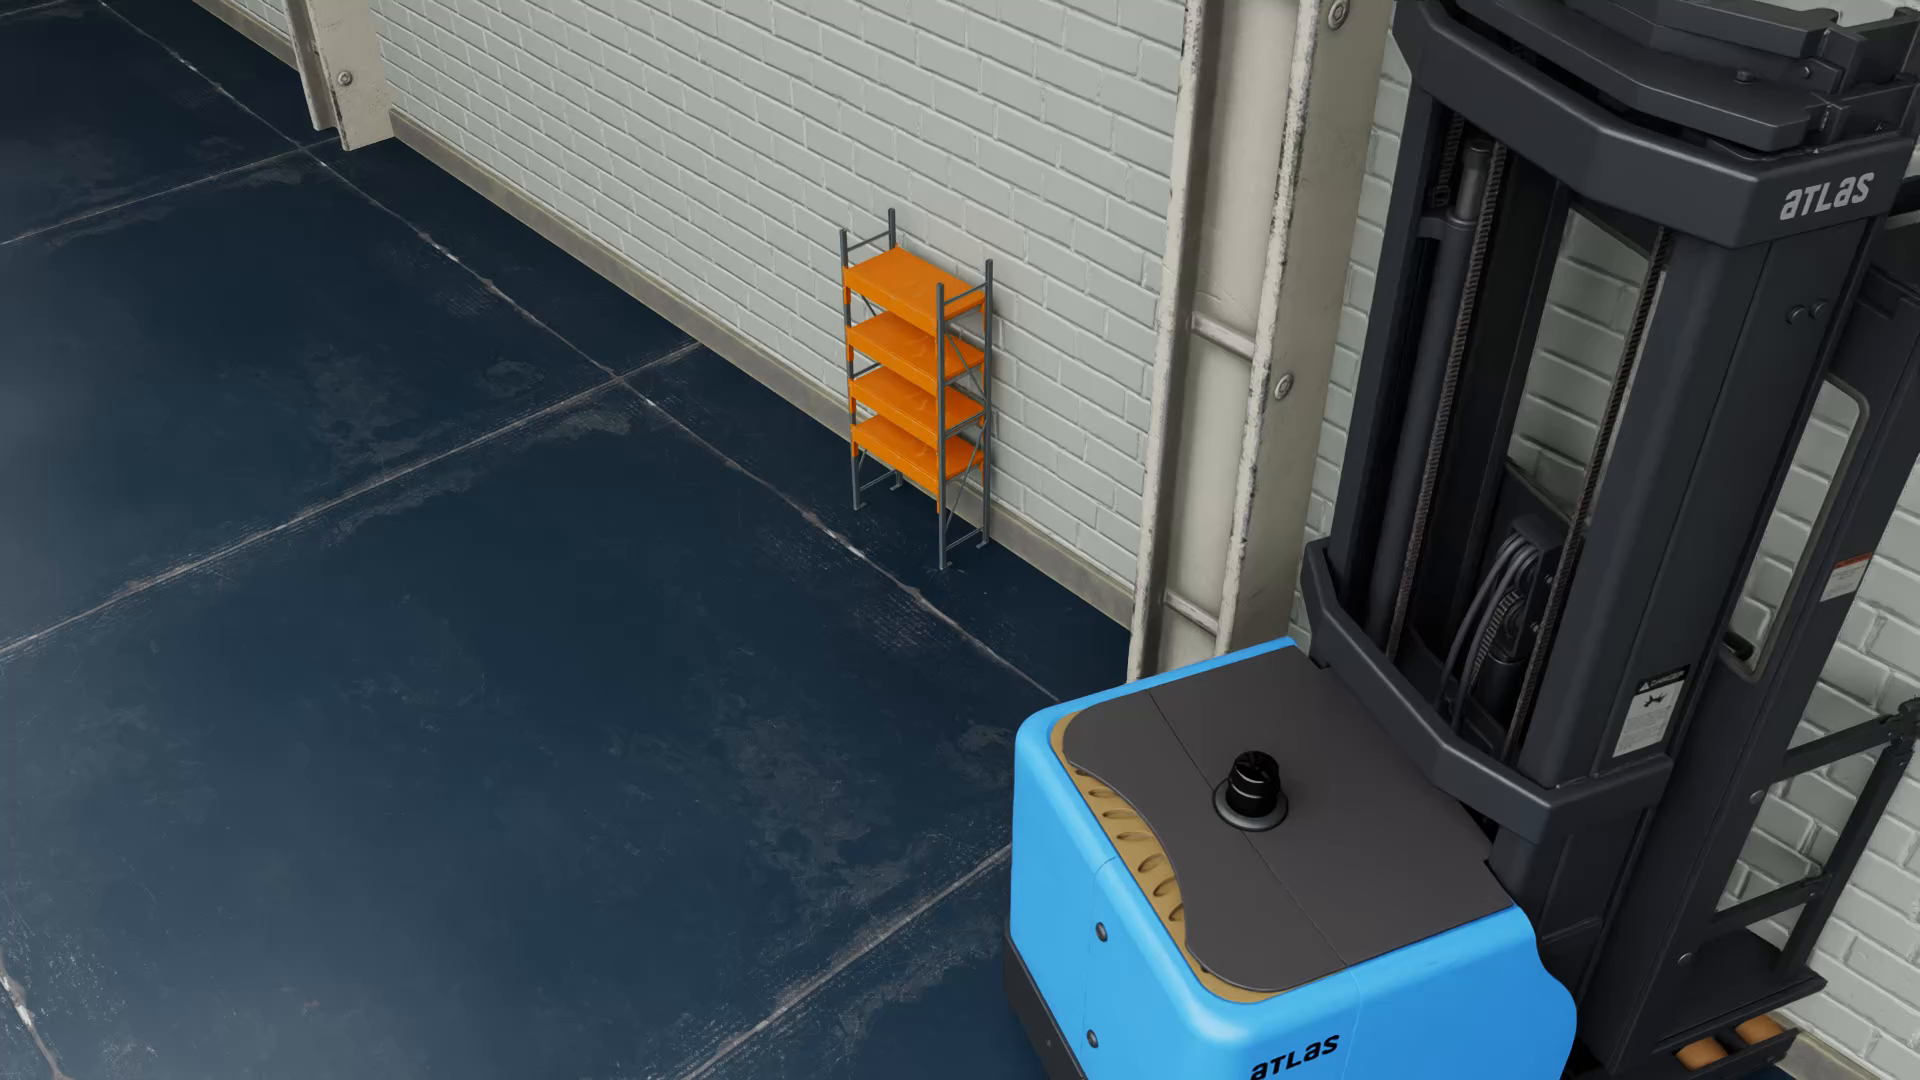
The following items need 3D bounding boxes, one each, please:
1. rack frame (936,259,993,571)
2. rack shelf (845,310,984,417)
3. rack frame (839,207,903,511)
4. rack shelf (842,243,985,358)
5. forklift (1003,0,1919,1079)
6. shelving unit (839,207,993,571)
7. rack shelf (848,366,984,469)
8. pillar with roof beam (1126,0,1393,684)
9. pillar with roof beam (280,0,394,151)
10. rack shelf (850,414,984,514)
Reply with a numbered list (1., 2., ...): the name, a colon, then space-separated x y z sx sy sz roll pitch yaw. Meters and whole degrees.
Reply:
1. rack frame: 0.017 -0.409 5.801 0.240 1.200 0.015 -30 48 -32
2. rack shelf: -0.150 -0.642 5.841 0.258 0.148 0.480 -30 48 -32
3. rack frame: -0.317 -0.633 6.078 0.240 1.200 0.015 -30 48 -32
4. rack shelf: -0.150 -0.826 5.692 0.258 0.148 0.480 -30 48 -32
5. forklift: 1.686 0.045 3.862 3.031 2.935 1.130 -15 41 -17
6. shelving unit: -0.150 -0.521 5.939 0.258 1.200 0.503 -30 48 -32
7. rack shelf: -0.150 -0.468 5.982 0.258 0.148 0.480 -30 48 -32
8. pillar with roof beam: -2.375 -1.107 0.459 9.100 9.000 0.400 -30 48 -32
9. pillar with roof beam: -6.433 -3.884 3.897 9.100 9.000 0.400 -30 48 -32
10. rack shelf: -0.150 -0.314 6.106 0.258 0.148 0.480 -30 48 -32
